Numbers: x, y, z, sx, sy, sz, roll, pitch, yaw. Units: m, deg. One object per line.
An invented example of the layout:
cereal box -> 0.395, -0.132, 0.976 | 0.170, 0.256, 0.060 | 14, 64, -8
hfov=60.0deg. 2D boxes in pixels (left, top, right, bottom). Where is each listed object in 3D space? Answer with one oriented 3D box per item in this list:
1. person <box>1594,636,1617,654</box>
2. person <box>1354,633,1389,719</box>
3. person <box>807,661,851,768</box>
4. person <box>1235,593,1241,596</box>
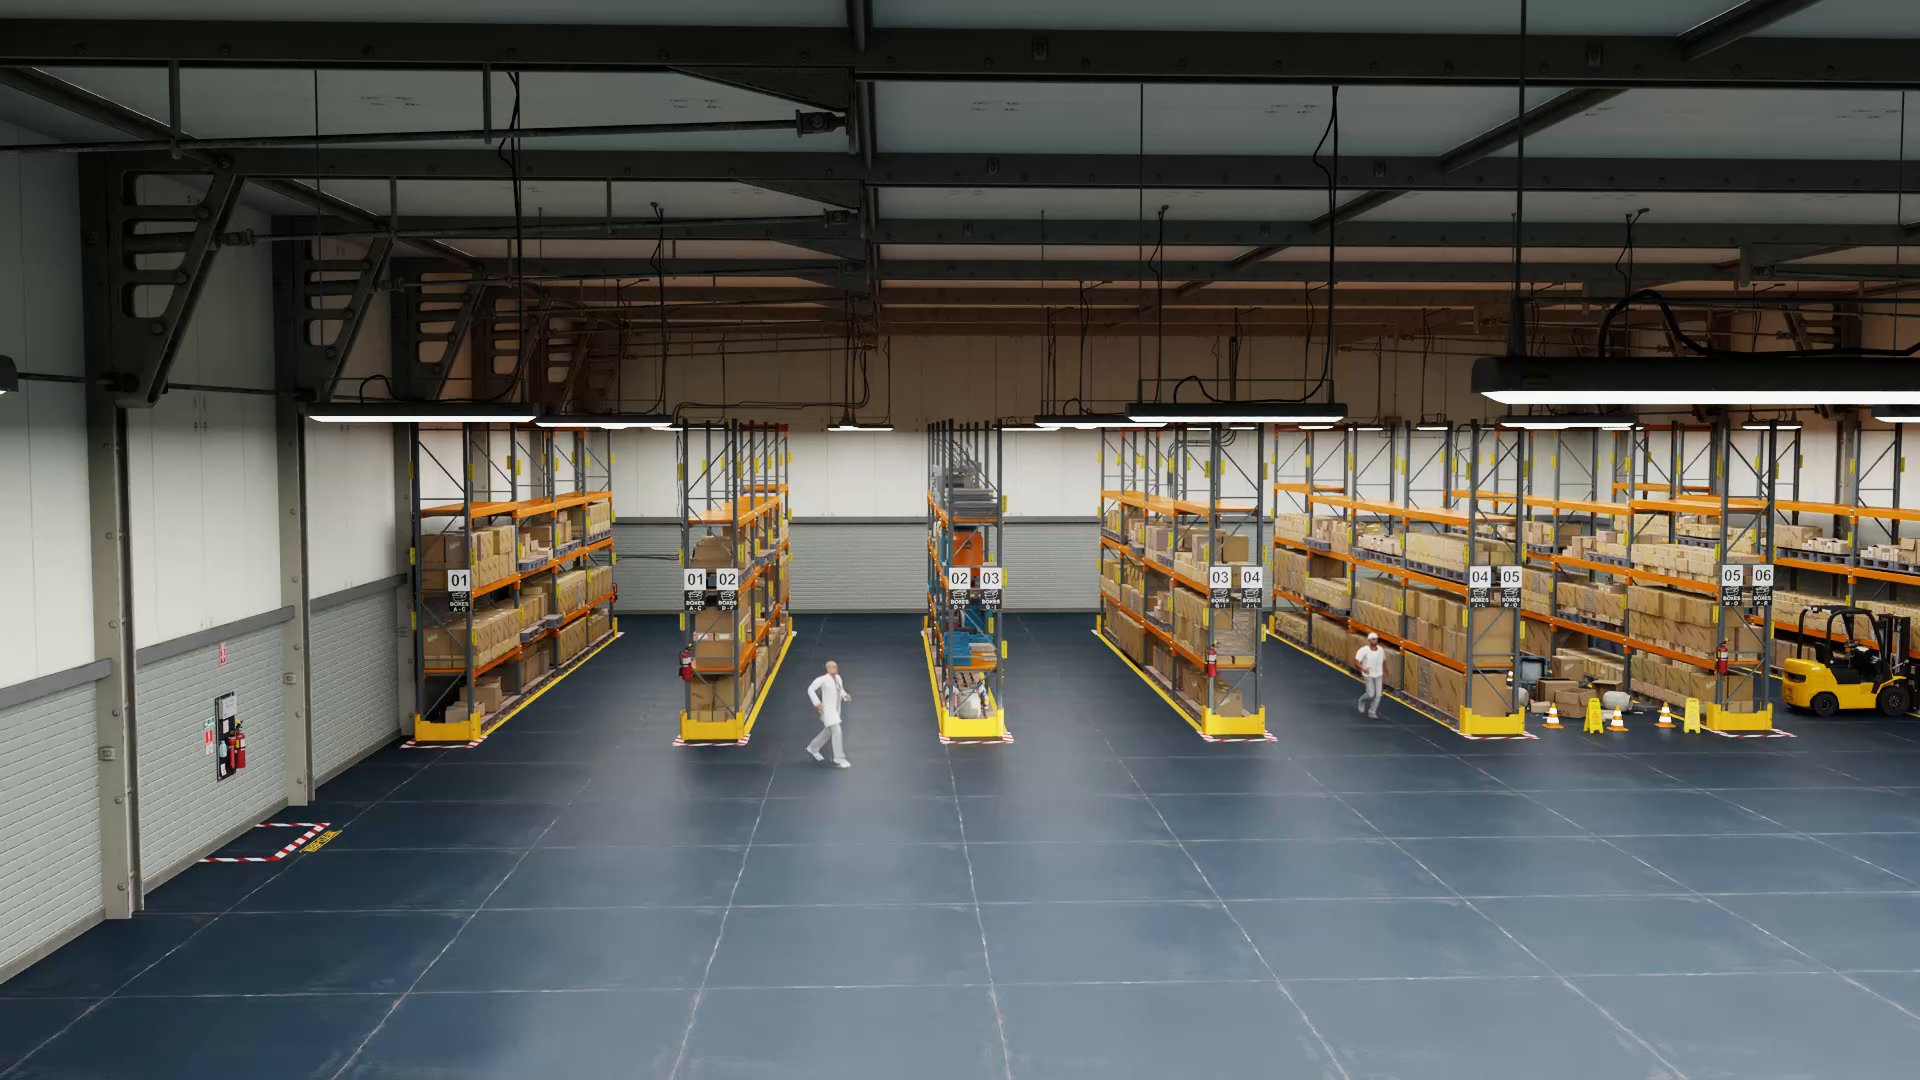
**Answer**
person -> 16.581, 2.144, 42.751 | 0.632, 1.654, 0.903 | -1, 4, -8
person -> 8.282, 2.718, 33.439 | 0.695, 1.720, 0.568 | -1, 4, -15
person -> -2.258, 2.989, 28.759 | 0.967, 1.809, 0.703 | 2, 4, 27
person -> 7.765, 1.964, 46.242 | 0.589, 1.601, 0.841 | 0, 4, 2
